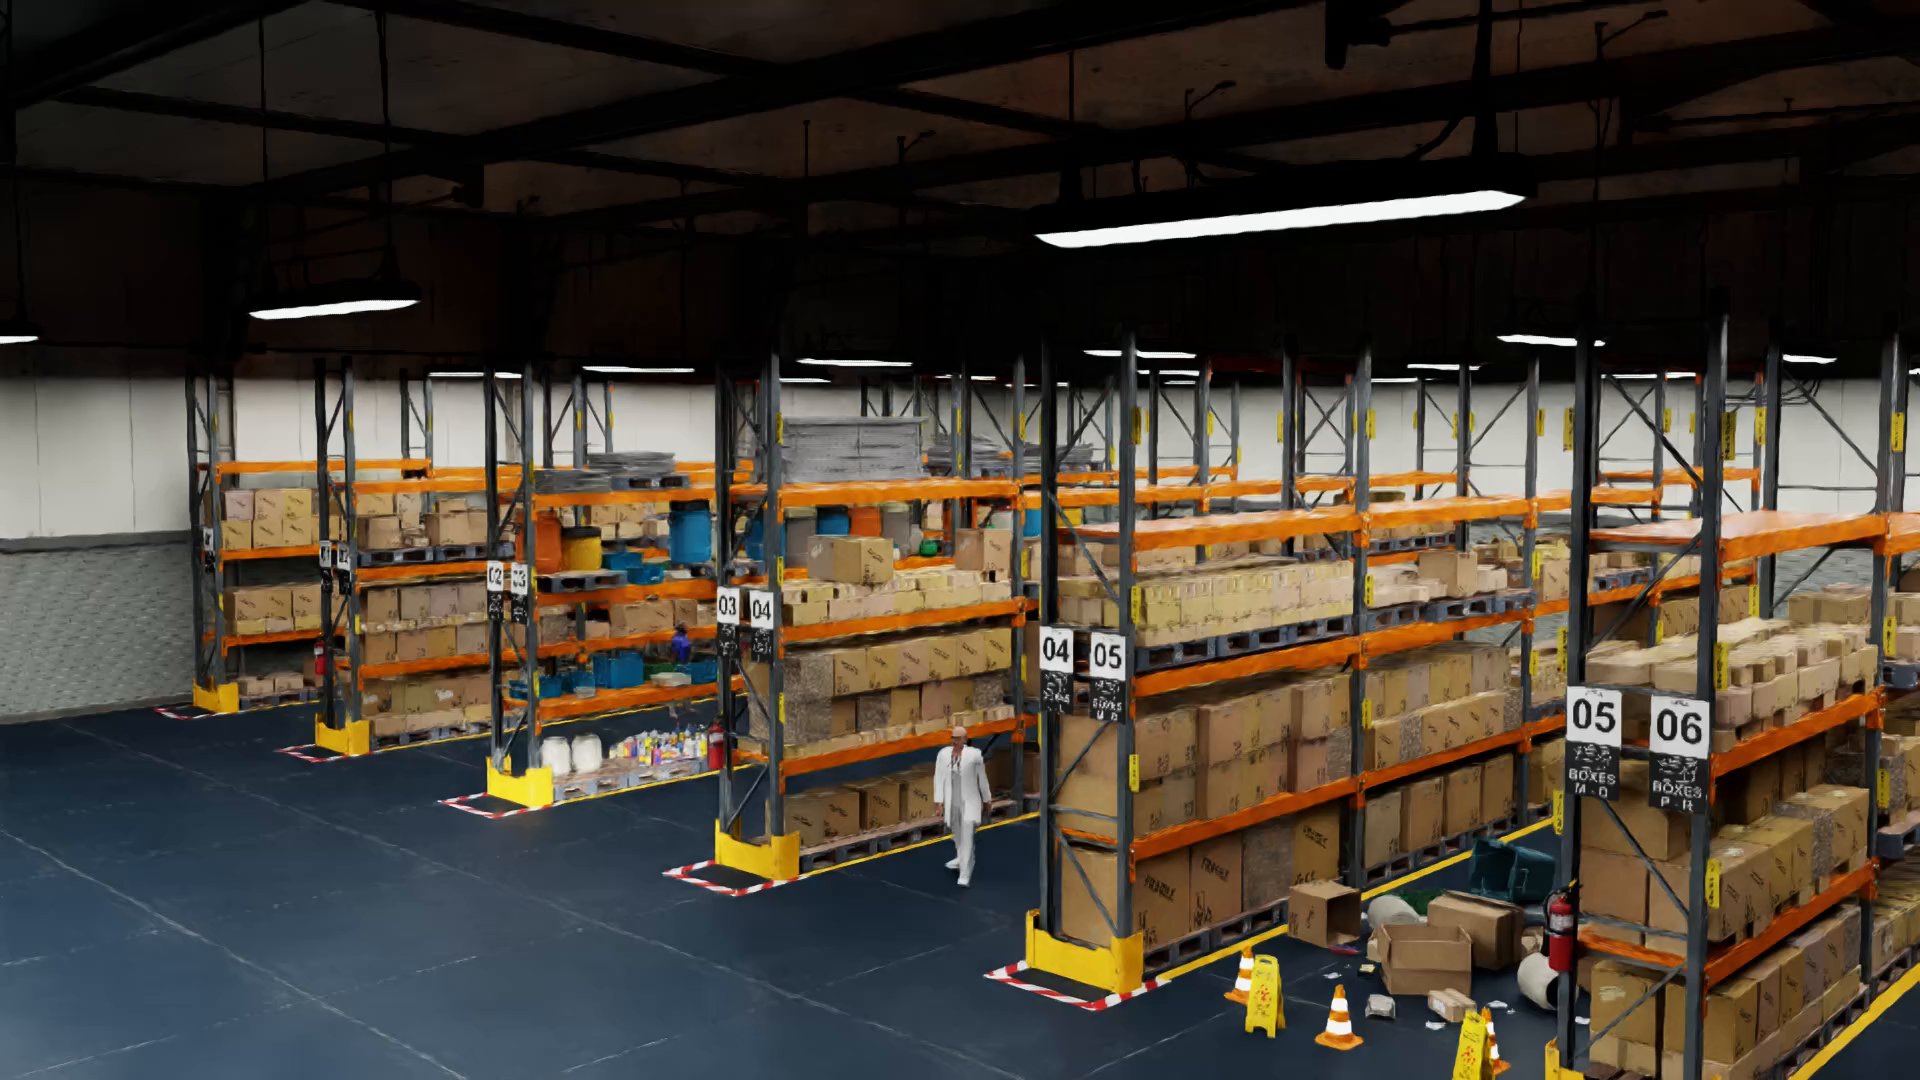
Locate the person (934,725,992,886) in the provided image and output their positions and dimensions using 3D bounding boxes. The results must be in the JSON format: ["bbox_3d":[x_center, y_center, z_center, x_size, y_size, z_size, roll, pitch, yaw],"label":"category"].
[{"bbox_3d":[0.008,2.898,18.368,0.631,1.736,1.030,2,5,21],"label":"person"}]

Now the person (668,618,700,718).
[{"bbox_3d":[-4.710,2.160,28.237,0.440,1.666,0.551,1,5,19],"label":"person"}]

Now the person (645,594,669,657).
[{"bbox_3d":[-5.894,1.829,32.475,0.682,1.711,0.542,4,6,41],"label":"person"}]
